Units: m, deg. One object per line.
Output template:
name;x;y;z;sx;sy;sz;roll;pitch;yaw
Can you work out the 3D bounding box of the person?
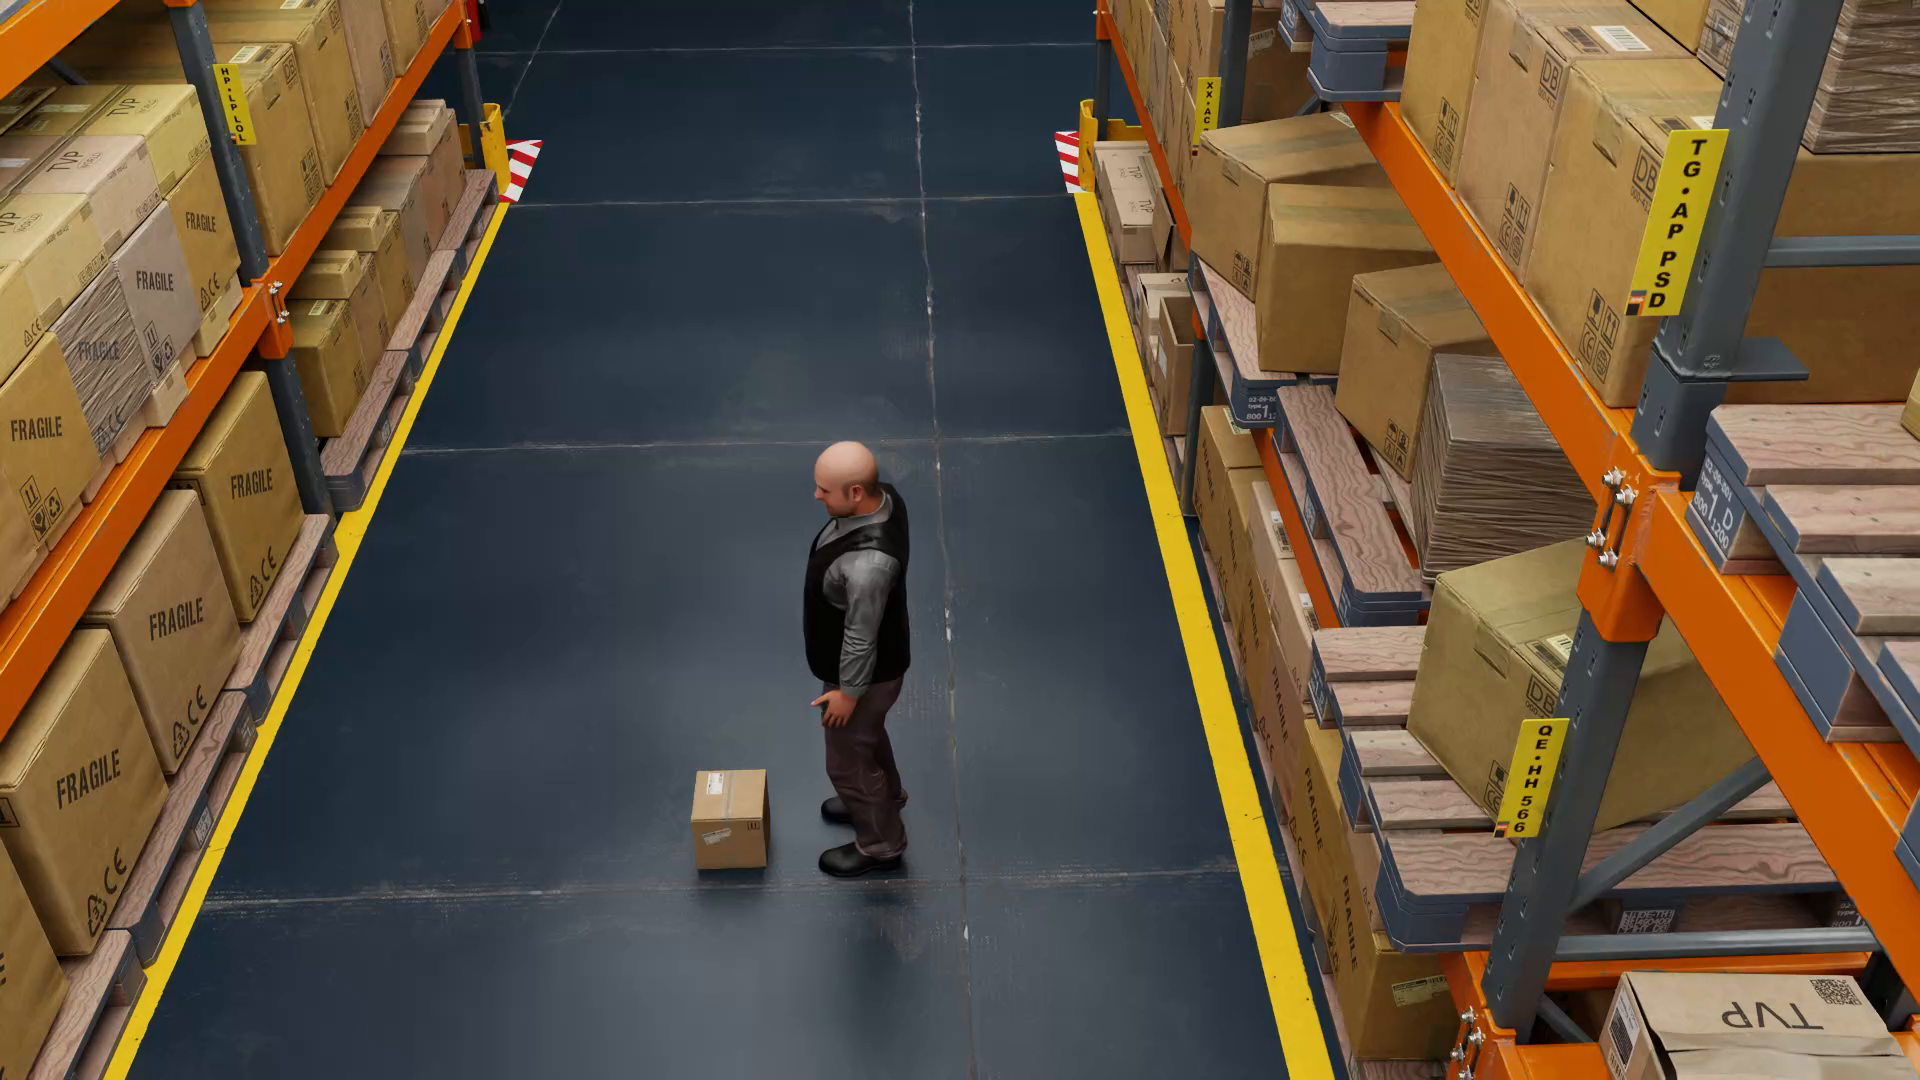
person;-0.339;0.410;5.595;0.355;1.715;0.534;-1;35;-1
